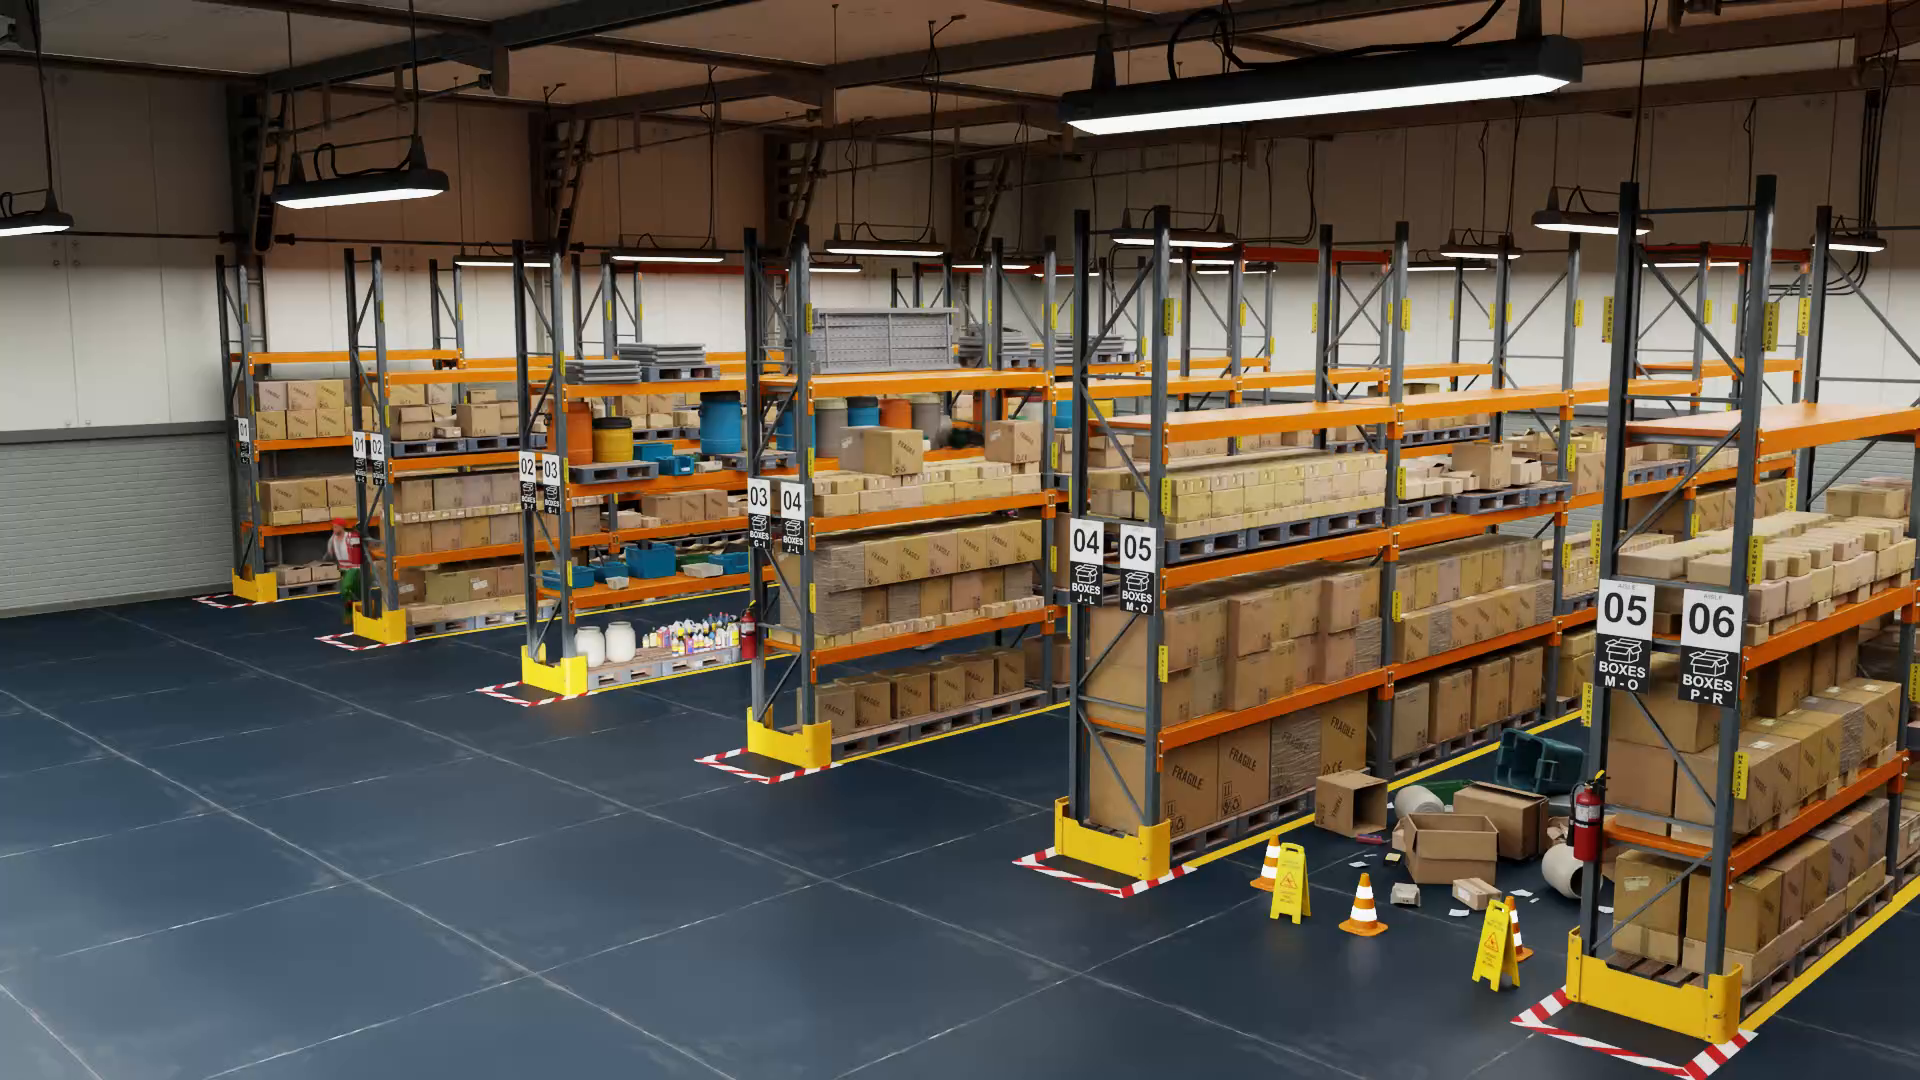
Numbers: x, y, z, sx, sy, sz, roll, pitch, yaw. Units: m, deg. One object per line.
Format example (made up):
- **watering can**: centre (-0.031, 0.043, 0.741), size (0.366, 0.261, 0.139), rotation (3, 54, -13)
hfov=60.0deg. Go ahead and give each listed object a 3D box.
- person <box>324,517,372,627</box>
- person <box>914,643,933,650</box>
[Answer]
- **person**: centre (-9.887, 0.482, 27.025), size (0.691, 1.751, 0.968), rotation (4, 9, 28)
- **person**: centre (-0.670, 0.834, 24.747), size (0.668, 1.651, 0.665), rotation (-7, 11, -42)
